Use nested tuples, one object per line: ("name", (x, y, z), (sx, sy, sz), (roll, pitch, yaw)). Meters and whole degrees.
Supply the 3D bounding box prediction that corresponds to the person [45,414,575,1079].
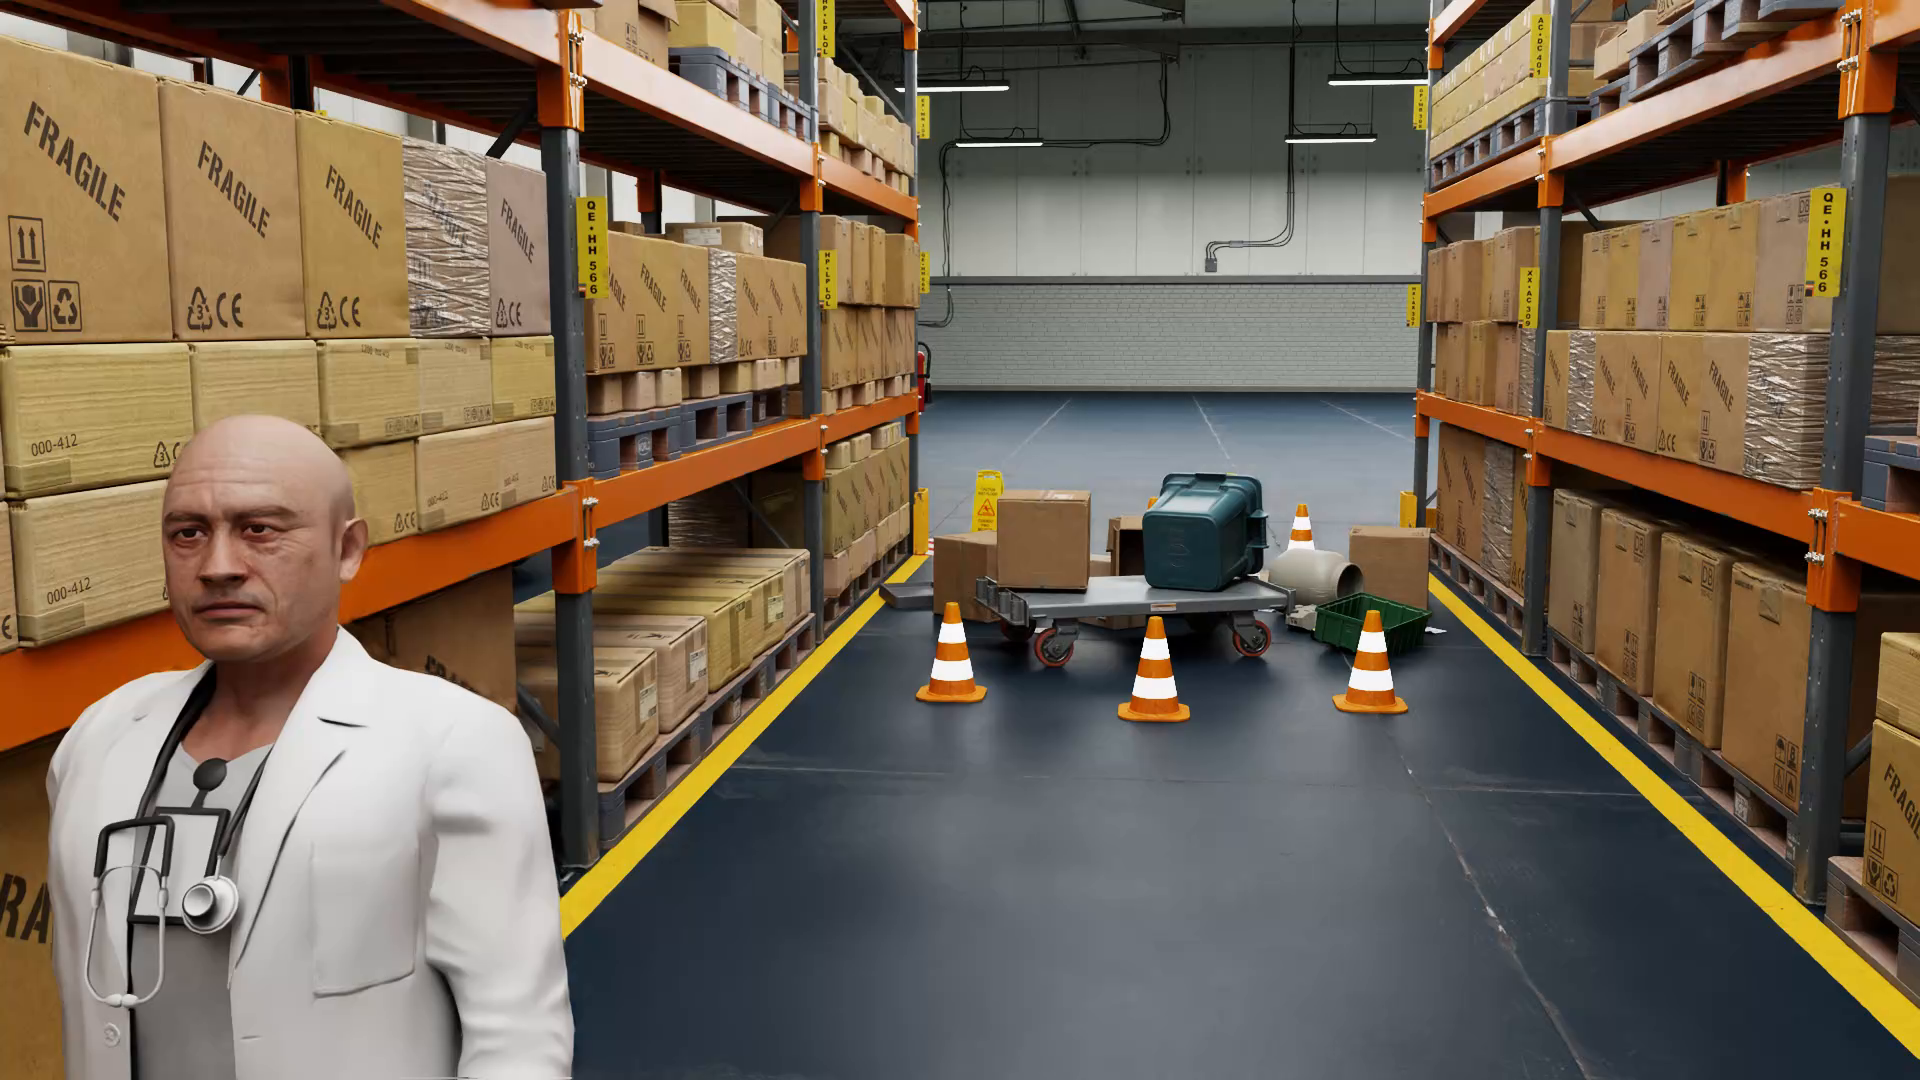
("person", (-0.680, 0.749, 1.625), (0.621, 1.730, 1.088), (1, 7, 5))
